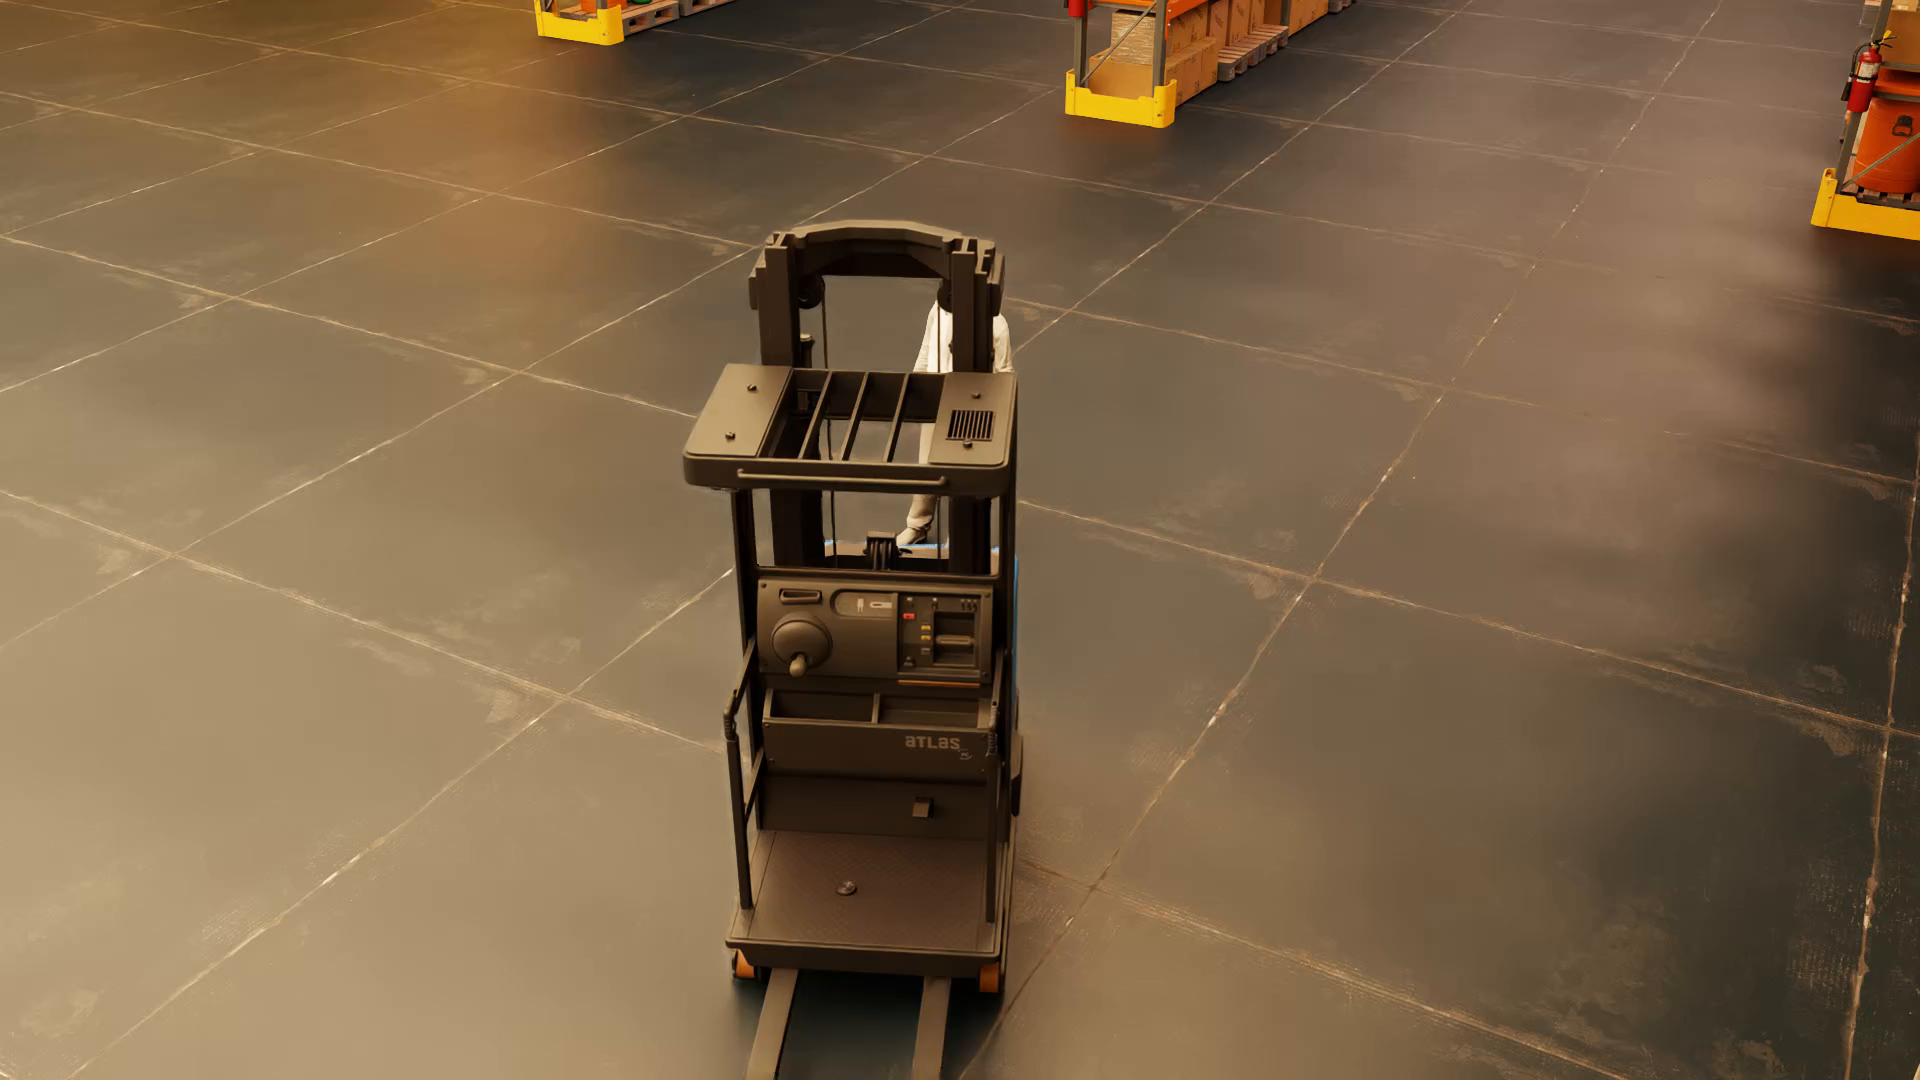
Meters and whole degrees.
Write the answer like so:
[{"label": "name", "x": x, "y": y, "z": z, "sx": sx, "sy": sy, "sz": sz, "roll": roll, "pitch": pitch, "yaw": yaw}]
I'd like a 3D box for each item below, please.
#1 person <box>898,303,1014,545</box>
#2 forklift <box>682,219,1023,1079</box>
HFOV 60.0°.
[{"label": "person", "x": -0.037, "y": -0.749, "z": 9.511, "sx": 0.633, "sy": 1.775, "sz": 0.566, "roll": 15, "pitch": 33, "yaw": 25}, {"label": "forklift", "x": -0.350, "y": 0.405, "z": 6.368, "sx": 1.130, "sy": 2.935, "sz": 3.031, "roll": 2, "pitch": 30, "yaw": 4}]
